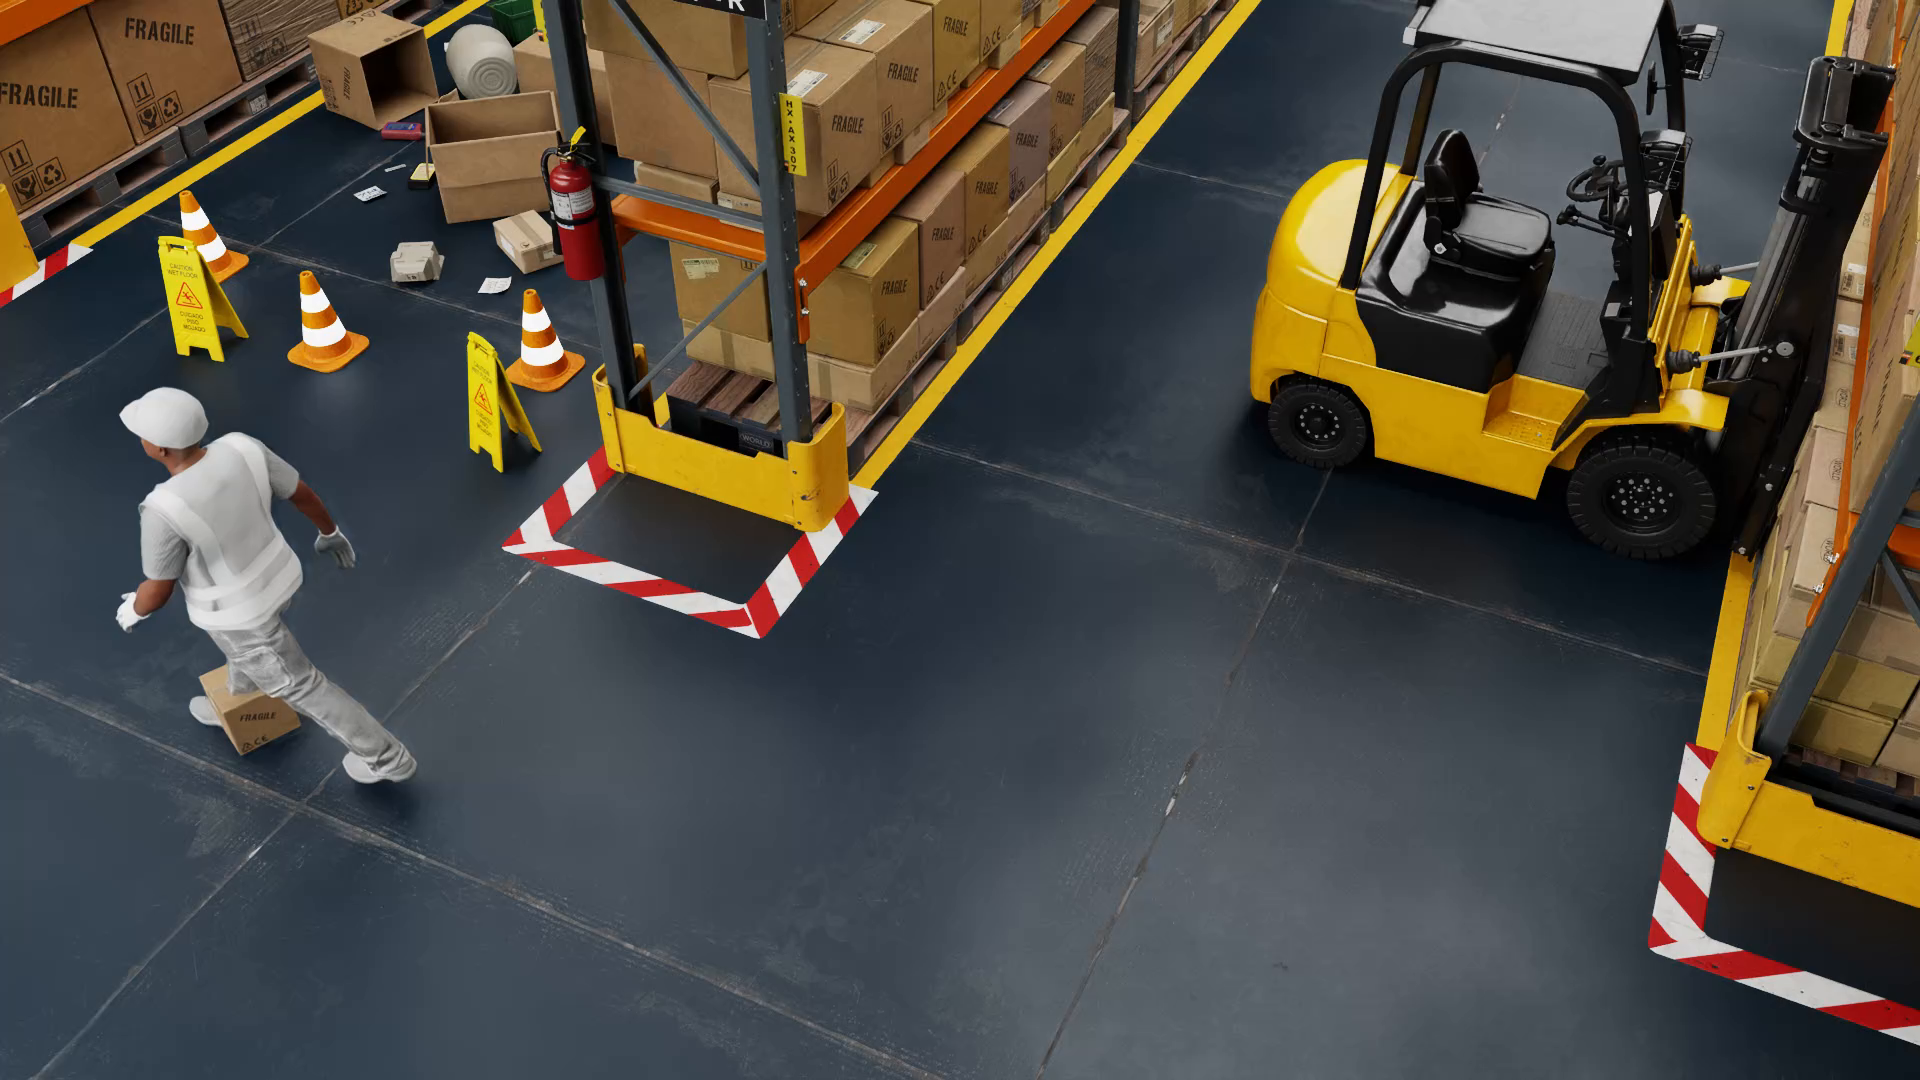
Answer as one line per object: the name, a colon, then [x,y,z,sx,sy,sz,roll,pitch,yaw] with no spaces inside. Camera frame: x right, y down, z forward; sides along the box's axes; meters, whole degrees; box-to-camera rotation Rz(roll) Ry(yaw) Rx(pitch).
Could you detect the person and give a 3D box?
person: [-2.578,0.157,6.003,1.109,1.733,0.671,10,43,12]
